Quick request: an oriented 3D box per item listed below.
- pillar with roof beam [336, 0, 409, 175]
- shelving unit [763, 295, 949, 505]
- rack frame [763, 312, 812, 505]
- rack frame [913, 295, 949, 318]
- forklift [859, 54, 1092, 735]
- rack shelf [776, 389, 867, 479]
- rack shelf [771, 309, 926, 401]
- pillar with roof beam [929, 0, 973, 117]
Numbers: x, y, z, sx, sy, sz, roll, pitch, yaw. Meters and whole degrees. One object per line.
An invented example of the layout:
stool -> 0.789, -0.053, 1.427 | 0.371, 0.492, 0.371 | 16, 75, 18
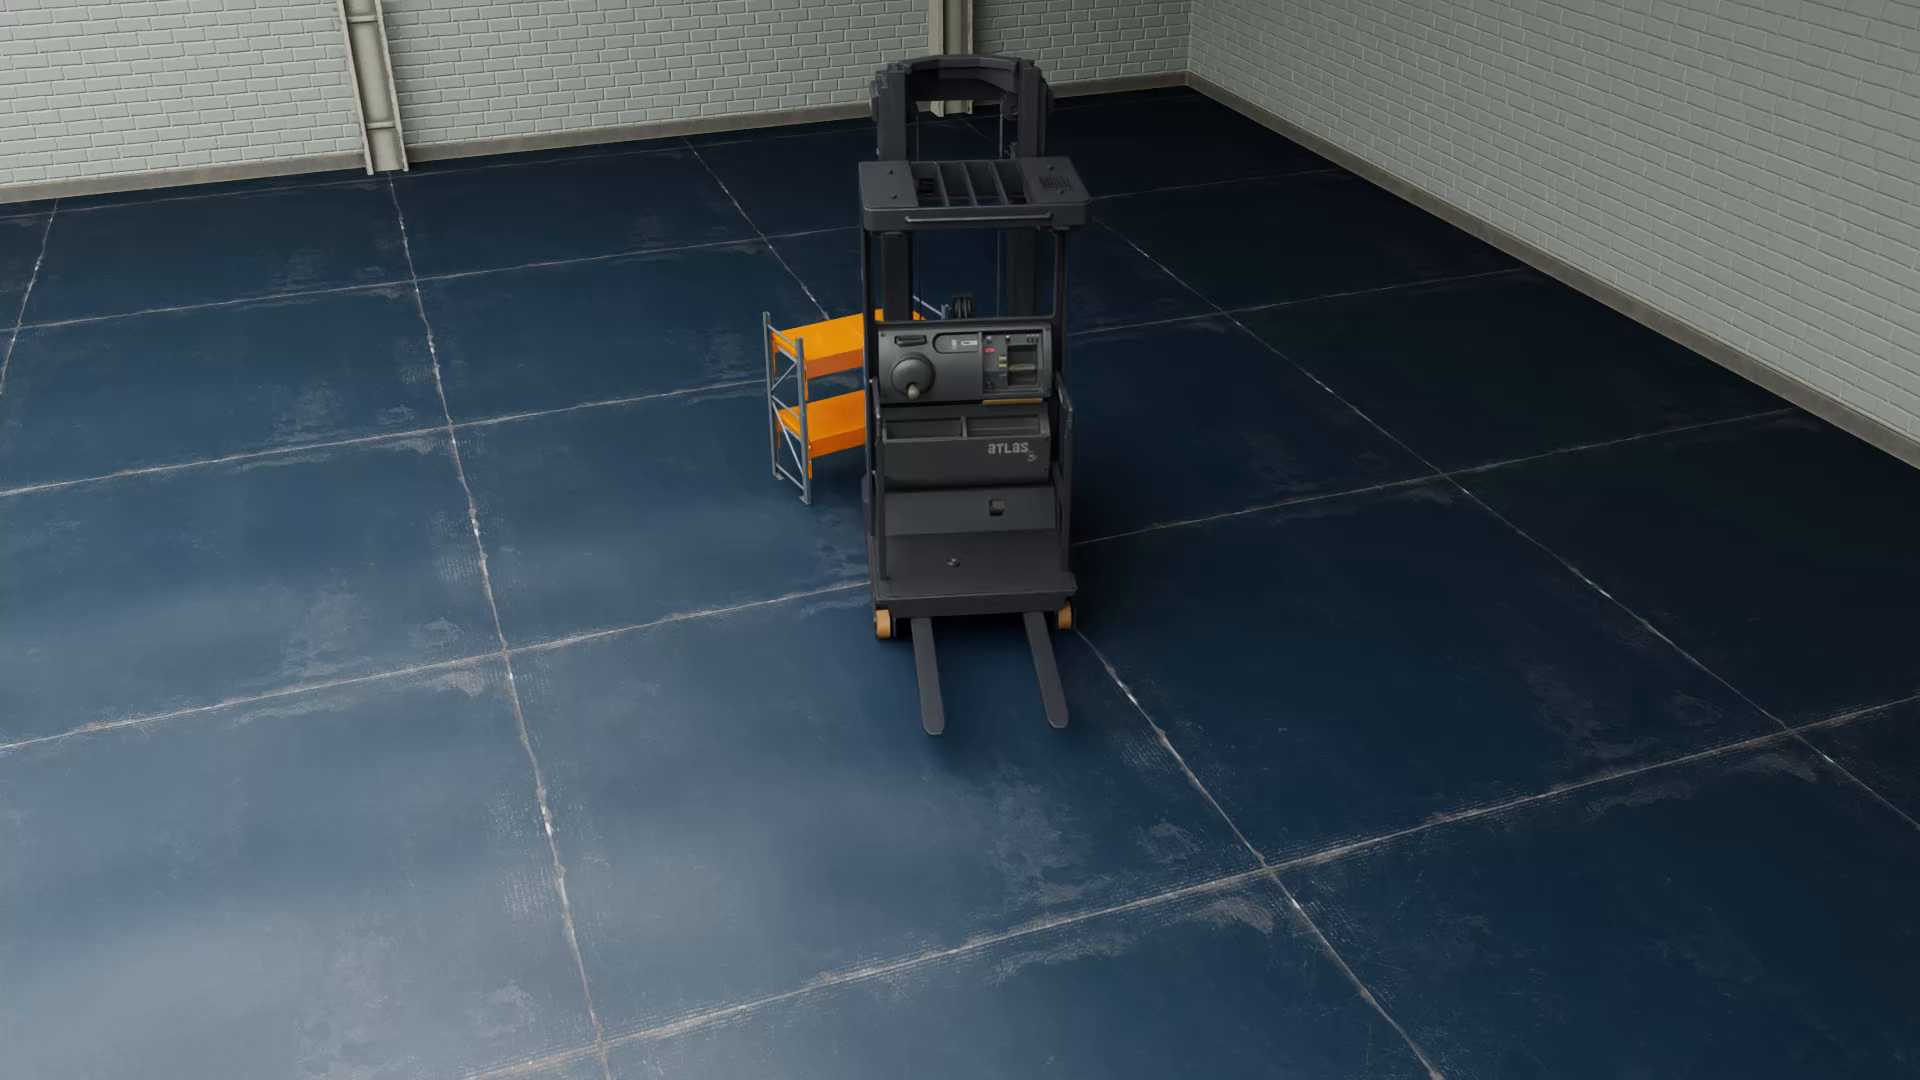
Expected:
pillar with roof beam -> -4.219, -5.627, 10.887 | 0.400, 9.000, 9.100 | -10, 31, -18
shelving unit -> -0.646, -0.951, 10.633 | 1.048, 1.125, 0.538 | -17, 34, -27
rack frame -> -1.081, -0.820, 10.404 | 0.032, 1.125, 0.500 | -17, 34, -27
rack frame -> -0.212, -1.081, 10.862 | 0.032, 1.125, 0.500 | -17, 34, -27
forklift -> 0.051, -0.905, 8.728 | 1.130, 2.935, 3.031 | -3, 30, -4
rack shelf -> -0.646, -0.738, 10.754 | 1.000, 0.278, 0.538 | -17, 34, -27
rack shelf -> -0.646, -1.205, 10.488 | 1.000, 0.278, 0.538 | -17, 34, -27
pillar with roof beam -> 1.404, -6.663, 12.705 | 0.400, 9.000, 9.100 | -10, 31, -18
